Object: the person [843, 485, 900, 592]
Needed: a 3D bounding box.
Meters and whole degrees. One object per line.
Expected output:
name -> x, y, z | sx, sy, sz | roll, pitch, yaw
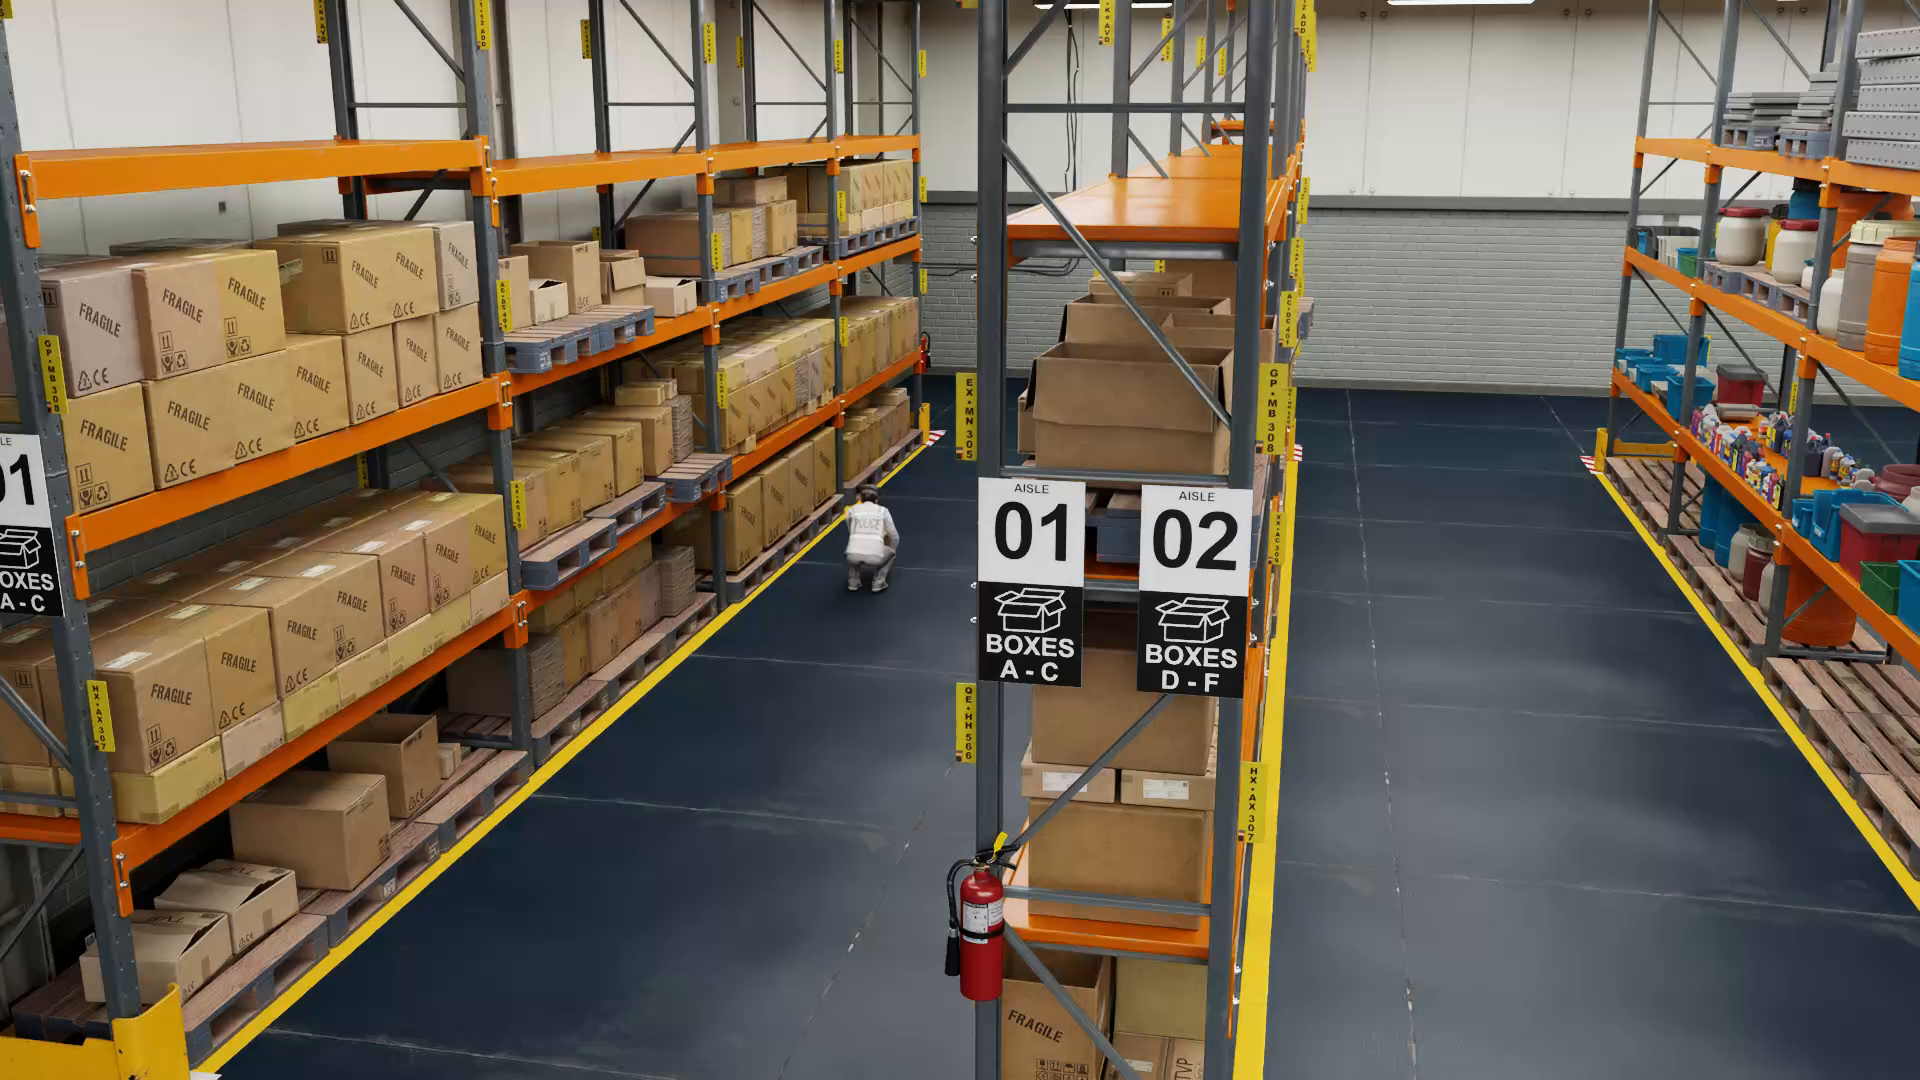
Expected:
person -> -0.861, -0.026, 16.013 | 0.500, 0.964, 0.824 | 3, 15, 11
